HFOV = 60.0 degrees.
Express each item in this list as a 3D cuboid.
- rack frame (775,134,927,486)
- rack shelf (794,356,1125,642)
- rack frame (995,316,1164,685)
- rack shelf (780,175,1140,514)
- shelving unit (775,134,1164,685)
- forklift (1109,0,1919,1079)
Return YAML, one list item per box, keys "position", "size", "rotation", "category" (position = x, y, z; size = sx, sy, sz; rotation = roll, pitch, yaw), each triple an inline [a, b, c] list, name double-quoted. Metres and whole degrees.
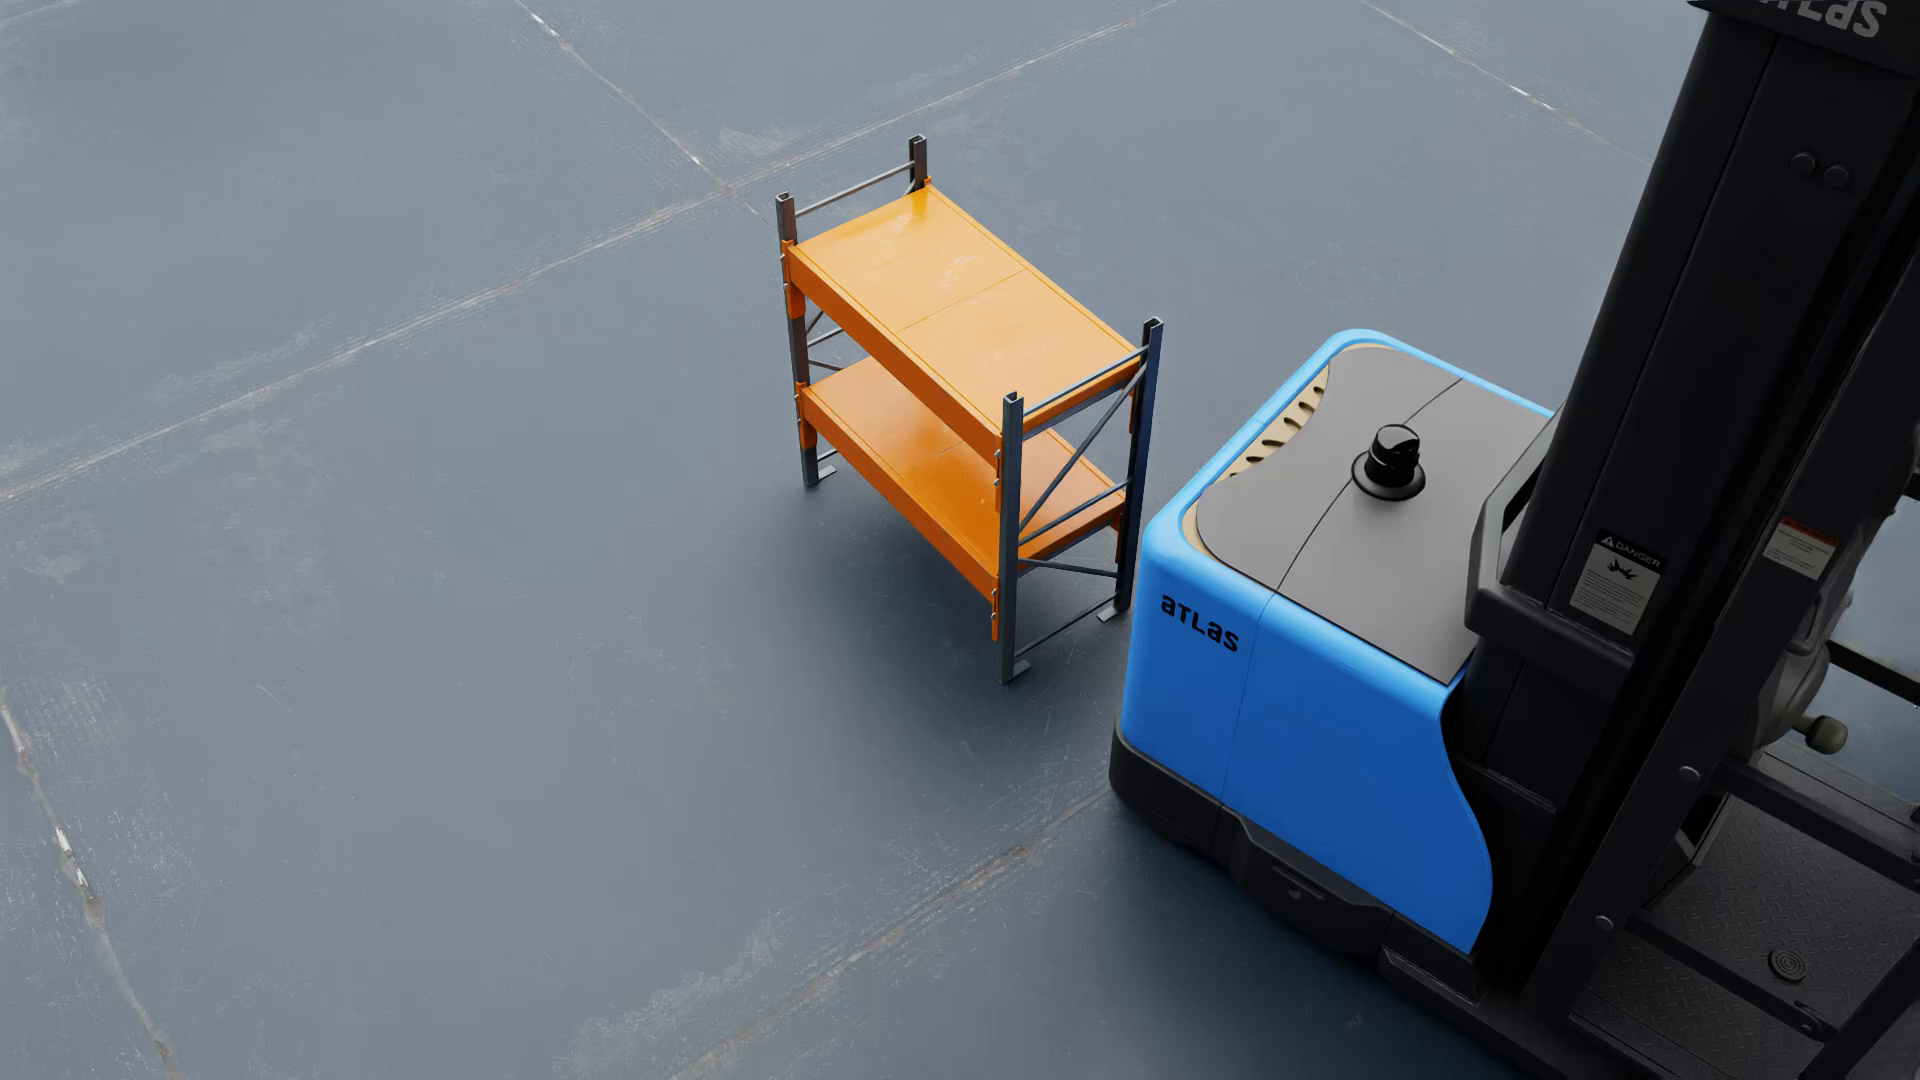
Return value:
- position: [-0.304, -0.674, 5.101]
  size: [0.500, 1.125, 0.032]
  rotation: [-29, 54, -24]
  category: "rack frame"
- position: [0.004, -0.210, 5.011]
  size: [0.538, 0.278, 1.000]
  rotation: [-29, 54, -24]
  category: "rack shelf"
- position: [0.312, -0.074, 4.558]
  size: [0.500, 1.125, 0.032]
  rotation: [-29, 54, -24]
  category: "rack frame"
- position: [0.004, -0.570, 4.613]
  size: [0.538, 0.278, 1.000]
  rotation: [-29, 54, -24]
  category: "rack shelf"
- position: [0.004, -0.374, 4.830]
  size: [0.538, 1.125, 1.048]
  rotation: [-29, 54, -24]
  category: "shelving unit"
- position: [1.877, 0.121, 3.162]
  size: [3.031, 2.935, 1.130]
  rotation: [30, 55, 25]
  category: "forklift"
